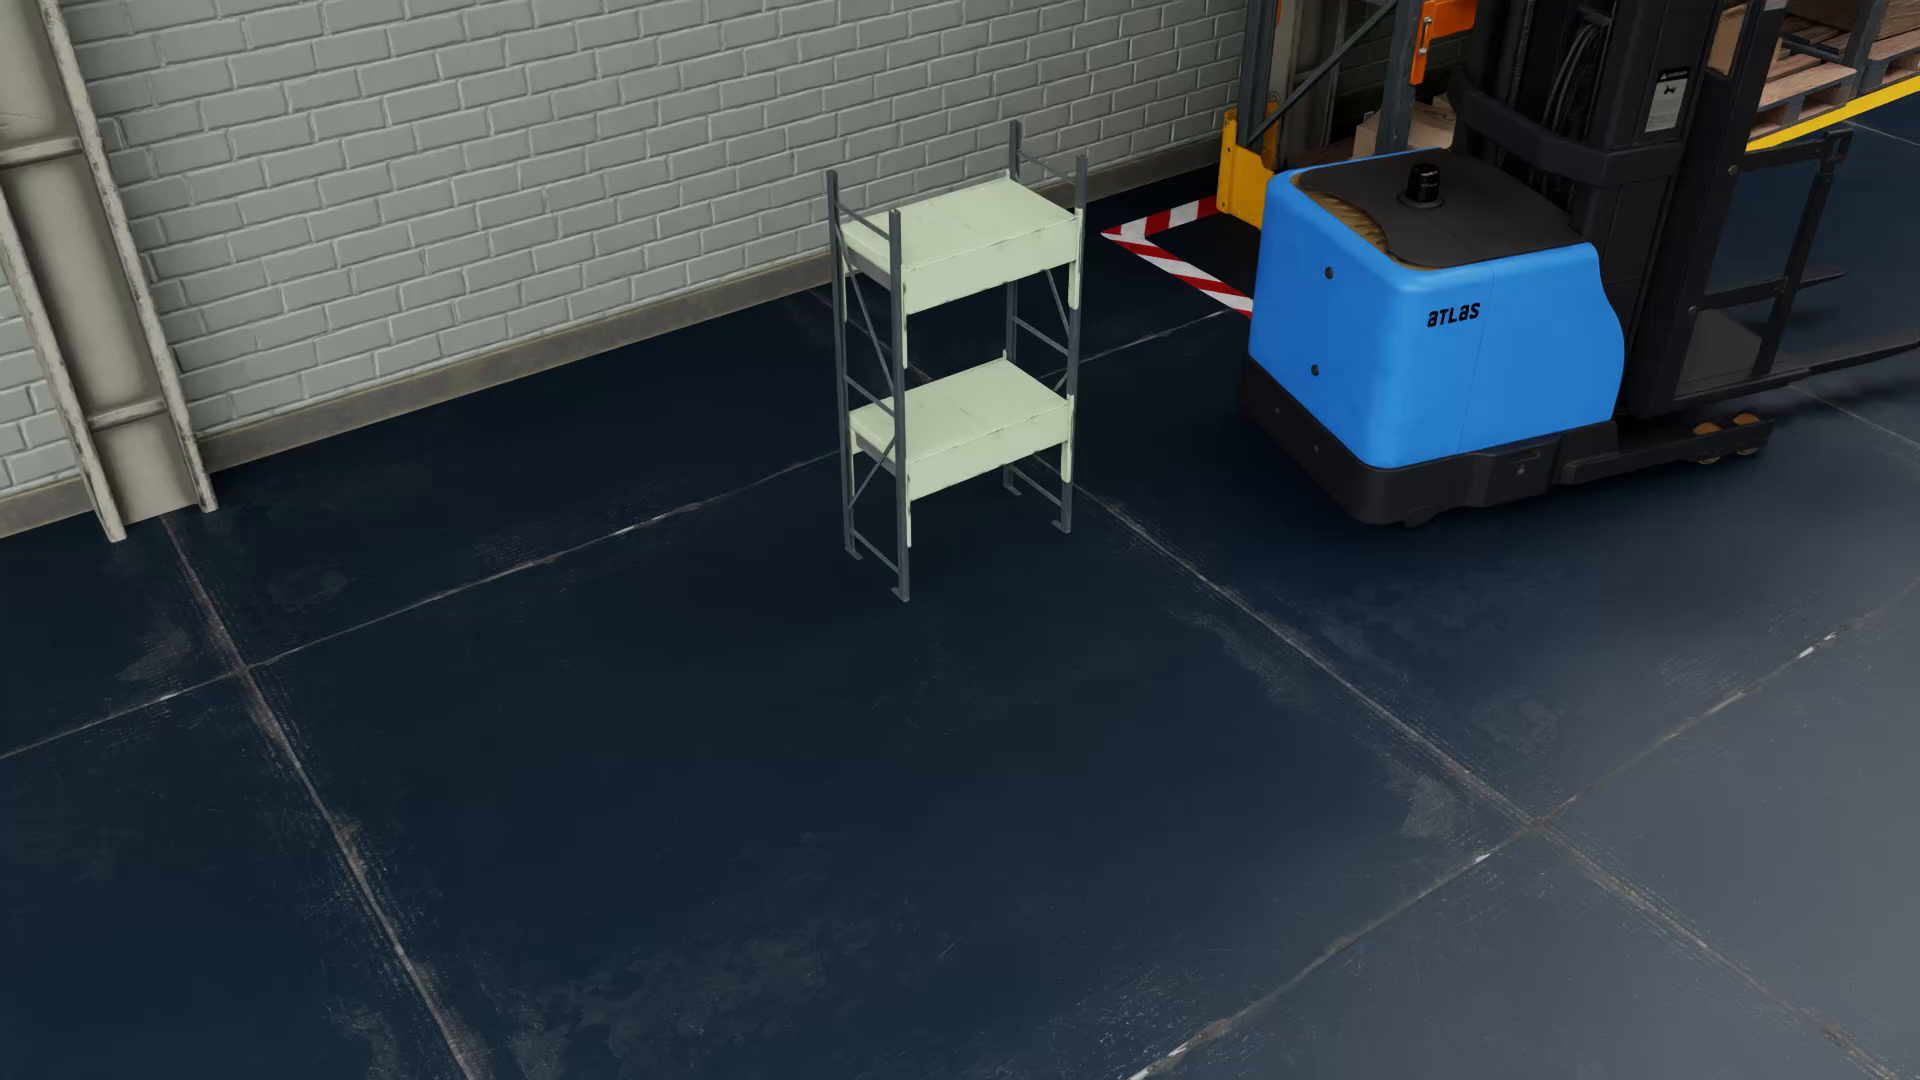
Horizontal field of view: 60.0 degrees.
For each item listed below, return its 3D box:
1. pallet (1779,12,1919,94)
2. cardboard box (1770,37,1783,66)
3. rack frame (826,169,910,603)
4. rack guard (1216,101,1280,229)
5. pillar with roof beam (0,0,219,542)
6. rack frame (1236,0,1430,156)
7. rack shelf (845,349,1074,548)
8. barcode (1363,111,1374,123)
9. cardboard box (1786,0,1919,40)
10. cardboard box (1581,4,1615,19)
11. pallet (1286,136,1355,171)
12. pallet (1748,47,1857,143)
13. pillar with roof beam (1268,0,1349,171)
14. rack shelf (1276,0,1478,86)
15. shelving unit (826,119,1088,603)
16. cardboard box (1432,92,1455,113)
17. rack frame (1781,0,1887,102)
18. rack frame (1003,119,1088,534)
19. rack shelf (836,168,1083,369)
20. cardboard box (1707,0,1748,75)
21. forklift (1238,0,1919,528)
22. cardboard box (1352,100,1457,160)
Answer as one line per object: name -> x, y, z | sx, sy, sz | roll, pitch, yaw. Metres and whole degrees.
pallet -> 5.627, -3.192, 10.507 | 1.213, 0.211, 1.003 | -22, 41, -28
cardboard box -> 4.571, -2.896, 9.757 | 0.250, 0.166, 0.380 | -28, 44, -33
rack frame -> -0.305, -0.484, 5.638 | 0.023, 1.500, 0.400 | -22, 41, -28
rack guard -> 1.784, -1.727, 8.223 | 0.348, 0.500, 1.175 | -22, 41, -28
pillar with roof beam -> -0.629, -1.727, 0.944 | 0.400, 9.000, 9.100 | -22, 41, -28
rack frame -> 1.722, -2.716, 7.458 | 0.127, 3.000, 1.000 | -22, 41, -28
rack shelf -> -0.005, -0.342, 5.999 | 0.720, 0.370, 0.431 | -22, 41, -28
barcode -> 2.123, -2.194, 8.649 | 0.075, 0.075, 0.001 | -22, 41, -28
cardboard box -> 5.583, -3.481, 10.285 | 0.500, 0.500, 0.700 | -21, 41, -26
cardboard box -> 3.434, -2.484, 8.899 | 0.500, 0.500, 0.700 | -25, 43, -31
pallet -> 2.468, -1.866, 8.664 | 1.213, 0.211, 1.003 | -22, 41, -28
pallet -> 4.463, -2.687, 9.805 | 1.213, 0.211, 1.003 | -22, 41, -28
pillar with roof beam -> 4.276, -3.745, 3.750 | 0.400, 9.000, 9.100 | -22, 41, -28
rack shelf -> 3.356, -3.097, 8.603 | 4.000, 0.370, 1.077 | -22, 41, -28
shelving unit -> -0.005, -0.607, 5.809 | 0.755, 1.500, 0.431 | -22, 41, -28
cardboard box -> 2.805, -2.185, 8.645 | 0.500, 0.311, 0.500 | -19, 40, -24
rack frame -> 4.991, -4.062, 9.328 | 0.127, 3.000, 1.000 | -22, 41, -28
rack frame -> 0.294, -0.730, 5.980 | 0.023, 1.500, 0.400 | -22, 41, -28
rack shelf -> -0.005, -0.923, 5.581 | 0.720, 0.370, 0.431 | -22, 41, -28
cardboard box -> 4.166, -2.857, 9.418 | 0.500, 0.500, 0.500 | -26, 43, -31
forklift -> 2.731, -1.769, 6.200 | 3.031, 2.935, 1.130 | -12, 38, -17
cardboard box -> 2.339, -1.993, 8.378 | 0.500, 0.311, 0.500 | -28, 44, -33
